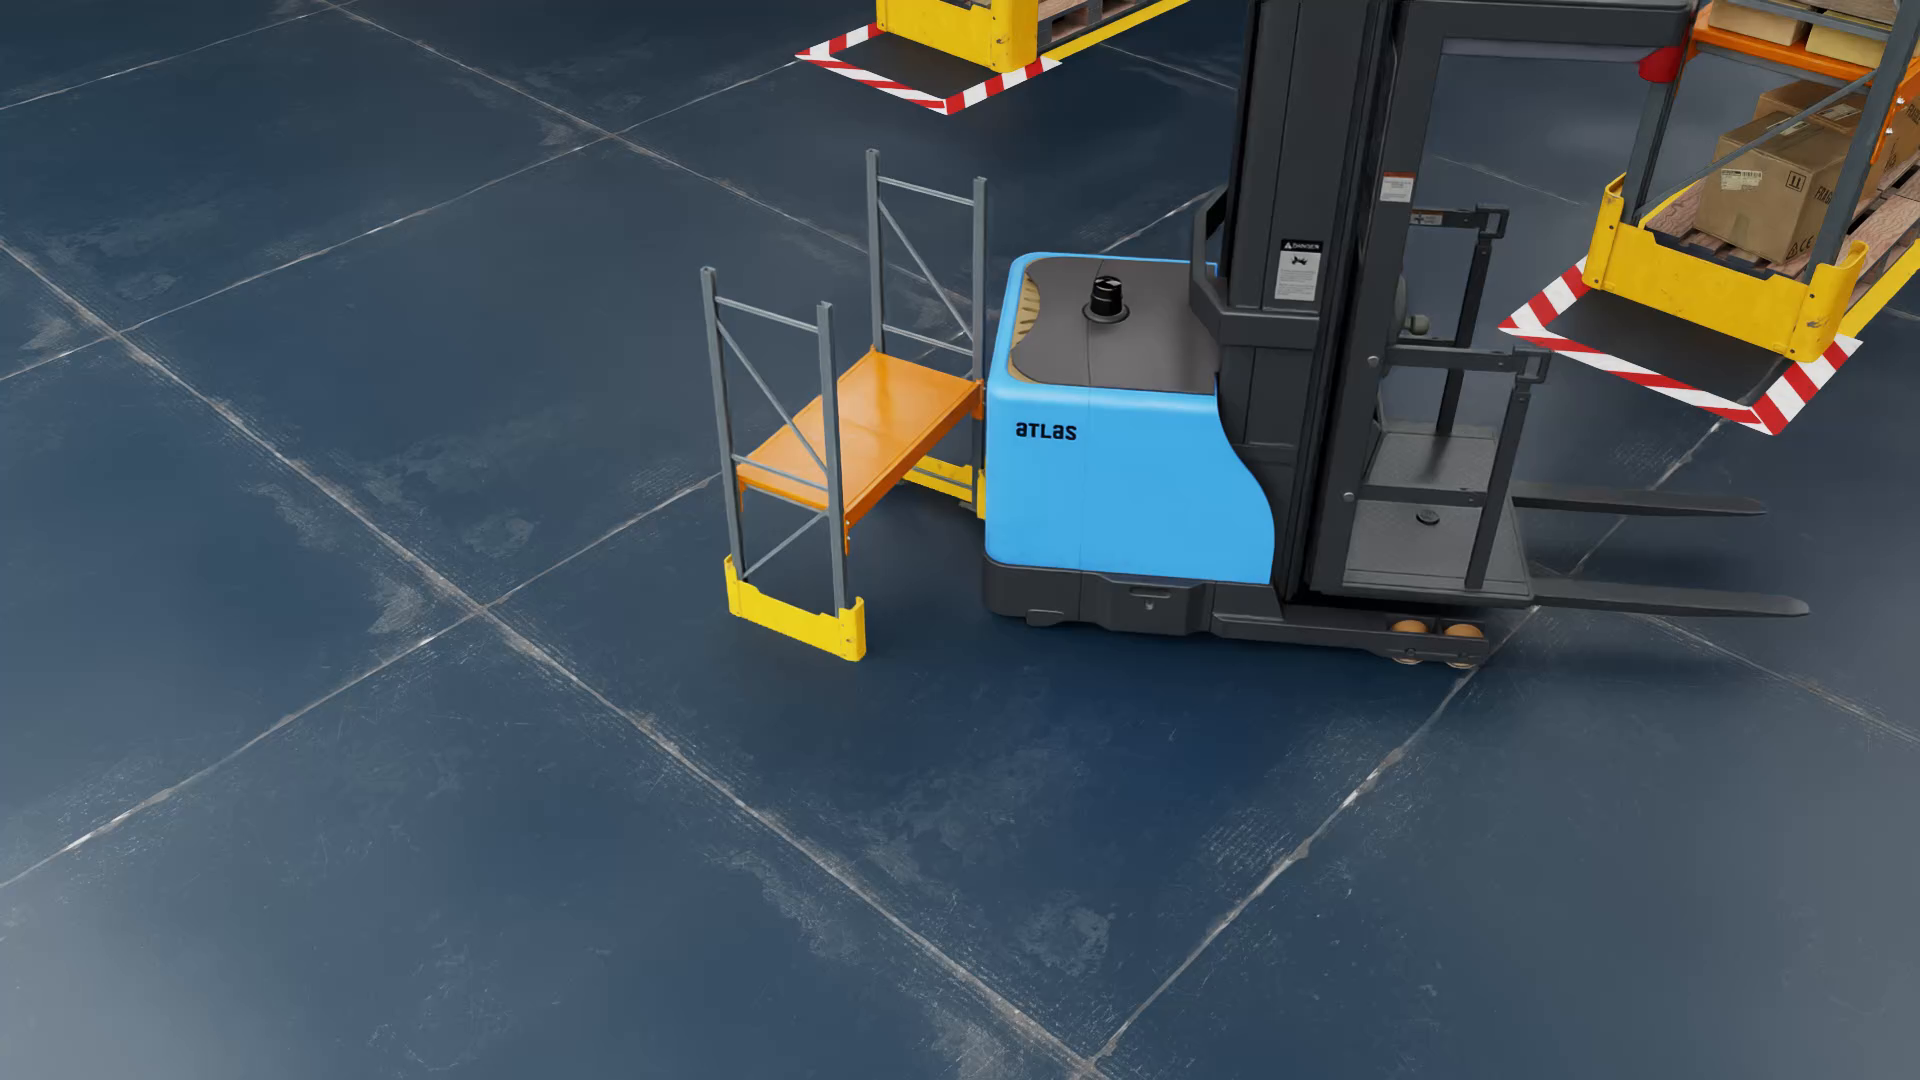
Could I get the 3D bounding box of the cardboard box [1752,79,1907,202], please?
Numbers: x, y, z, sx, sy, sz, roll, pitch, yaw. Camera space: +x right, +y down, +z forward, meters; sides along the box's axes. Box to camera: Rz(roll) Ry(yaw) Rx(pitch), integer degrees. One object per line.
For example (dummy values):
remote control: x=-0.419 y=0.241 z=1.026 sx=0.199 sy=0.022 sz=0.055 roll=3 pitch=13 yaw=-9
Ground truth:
cardboard box: x=4.420 y=-2.031 z=8.566 sx=0.500 sy=0.500 sz=0.500 roll=-22 pitch=43 yaw=-25

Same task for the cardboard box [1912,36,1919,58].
cardboard box: x=4.159 y=-2.316 z=7.454 sx=0.380 sy=0.149 sz=0.250 roll=30 pitch=47 yaw=32

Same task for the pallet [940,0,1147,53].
pallet: x=0.521 y=-3.690 z=11.221 sx=1.003 sy=0.211 sz=1.213 roll=30 pitch=47 yaw=32

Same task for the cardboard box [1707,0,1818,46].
cardboard box: x=3.648 y=-2.396 z=7.555 sx=0.380 sy=0.149 sz=0.250 roll=30 pitch=47 yaw=32

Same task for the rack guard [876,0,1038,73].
rack guard: x=-0.031 y=-3.433 z=10.665 sx=1.175 sy=0.500 sz=0.348 roll=30 pitch=47 yaw=32

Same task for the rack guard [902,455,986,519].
rack guard: x=-0.125 y=-0.290 z=6.914 sx=0.587 sy=0.250 sz=0.087 roll=20 pitch=42 yaw=23

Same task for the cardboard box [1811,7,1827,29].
cardboard box: x=3.817 y=-2.510 z=7.699 sx=0.380 sy=0.149 sz=0.250 roll=30 pitch=47 yaw=32

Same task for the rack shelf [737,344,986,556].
rack shelf: x=-0.376 y=-0.365 z=6.293 sx=0.538 sy=0.185 sz=1.000 roll=20 pitch=42 yaw=23

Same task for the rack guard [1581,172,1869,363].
rack guard: x=3.659 y=-1.333 z=8.025 sx=1.175 sy=0.500 sz=0.348 roll=30 pitch=47 yaw=32

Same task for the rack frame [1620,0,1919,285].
rack frame: x=3.608 y=-2.277 z=7.203 sx=1.000 sy=3.000 sz=0.127 roll=30 pitch=47 yaw=32

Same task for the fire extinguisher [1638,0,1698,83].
fire extinguisher: x=3.191 y=-2.387 z=7.404 sx=0.296 sy=0.674 sz=0.183 roll=30 pitch=47 yaw=32

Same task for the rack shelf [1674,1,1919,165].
rack shelf: x=4.957 y=-2.914 z=8.582 sx=1.077 sy=0.370 sz=4.000 roll=30 pitch=47 yaw=32

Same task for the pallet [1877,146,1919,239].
pallet: x=5.057 y=-2.136 z=9.267 sx=1.003 sy=0.211 sz=1.213 roll=30 pitch=47 yaw=32

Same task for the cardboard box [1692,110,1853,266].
cardboard box: x=4.042 y=-1.742 z=8.202 sx=0.500 sy=0.500 sz=0.500 roll=-25 pitch=45 yaw=-28

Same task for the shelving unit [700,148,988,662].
shelving unit: x=-0.372 y=-0.511 z=6.187 sx=0.587 sy=1.500 sz=1.083 roll=20 pitch=42 yaw=23

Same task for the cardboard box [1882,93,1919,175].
cardboard box: x=4.856 y=-2.311 z=8.917 sx=0.500 sy=0.500 sz=0.500 roll=-29 pitch=47 yaw=-32

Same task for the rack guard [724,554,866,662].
rack guard: x=-0.619 y=0.248 z=6.238 sx=0.587 sy=0.250 sz=0.087 roll=20 pitch=42 yaw=23

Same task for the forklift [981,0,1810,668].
forklift: x=1.635 y=-1.024 z=5.683 sx=3.031 sy=2.935 sz=1.130 roll=4 pitch=39 yaw=5

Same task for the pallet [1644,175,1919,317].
pallet: x=4.234 y=-1.578 z=8.565 sx=1.003 sy=0.211 sz=1.213 roll=30 pitch=47 yaw=32

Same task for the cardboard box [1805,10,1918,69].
cardboard box: x=3.976 y=-2.209 z=7.320 sx=0.380 sy=0.149 sz=0.250 roll=30 pitch=47 yaw=32

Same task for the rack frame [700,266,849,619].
rack frame: x=-0.629 y=-0.231 z=5.835 sx=0.500 sy=1.500 sz=0.032 roll=20 pitch=42 yaw=23

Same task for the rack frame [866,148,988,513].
rack frame: x=-0.124 y=-0.780 z=6.526 sx=0.500 sy=1.500 sz=0.032 roll=20 pitch=42 yaw=23
